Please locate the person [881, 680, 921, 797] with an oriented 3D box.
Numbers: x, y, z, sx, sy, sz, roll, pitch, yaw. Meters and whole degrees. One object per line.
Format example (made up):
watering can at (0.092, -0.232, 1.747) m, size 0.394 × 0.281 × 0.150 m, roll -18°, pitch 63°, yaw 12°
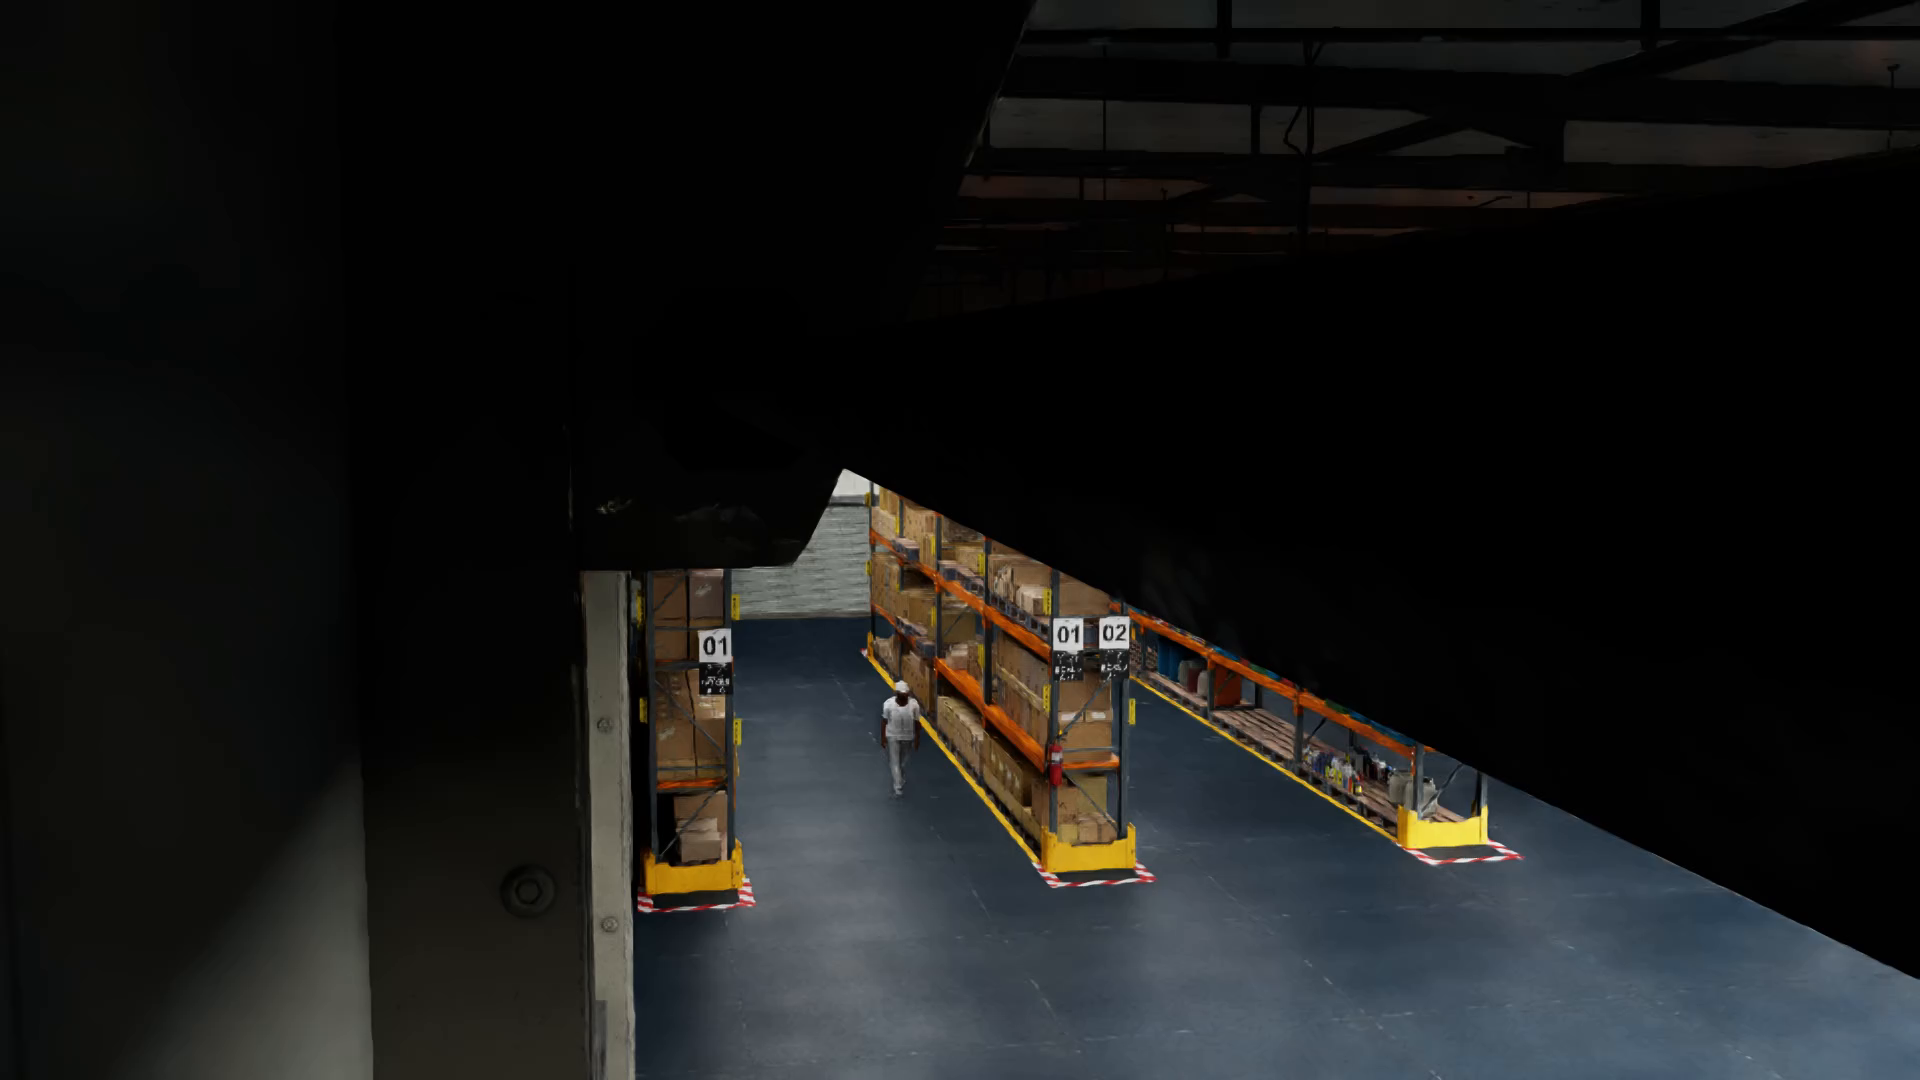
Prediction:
person at (-0.859, 2.908, 24.655) m, size 0.572 × 1.689 × 1.126 m, roll -1°, pitch 6°, yaw -13°
